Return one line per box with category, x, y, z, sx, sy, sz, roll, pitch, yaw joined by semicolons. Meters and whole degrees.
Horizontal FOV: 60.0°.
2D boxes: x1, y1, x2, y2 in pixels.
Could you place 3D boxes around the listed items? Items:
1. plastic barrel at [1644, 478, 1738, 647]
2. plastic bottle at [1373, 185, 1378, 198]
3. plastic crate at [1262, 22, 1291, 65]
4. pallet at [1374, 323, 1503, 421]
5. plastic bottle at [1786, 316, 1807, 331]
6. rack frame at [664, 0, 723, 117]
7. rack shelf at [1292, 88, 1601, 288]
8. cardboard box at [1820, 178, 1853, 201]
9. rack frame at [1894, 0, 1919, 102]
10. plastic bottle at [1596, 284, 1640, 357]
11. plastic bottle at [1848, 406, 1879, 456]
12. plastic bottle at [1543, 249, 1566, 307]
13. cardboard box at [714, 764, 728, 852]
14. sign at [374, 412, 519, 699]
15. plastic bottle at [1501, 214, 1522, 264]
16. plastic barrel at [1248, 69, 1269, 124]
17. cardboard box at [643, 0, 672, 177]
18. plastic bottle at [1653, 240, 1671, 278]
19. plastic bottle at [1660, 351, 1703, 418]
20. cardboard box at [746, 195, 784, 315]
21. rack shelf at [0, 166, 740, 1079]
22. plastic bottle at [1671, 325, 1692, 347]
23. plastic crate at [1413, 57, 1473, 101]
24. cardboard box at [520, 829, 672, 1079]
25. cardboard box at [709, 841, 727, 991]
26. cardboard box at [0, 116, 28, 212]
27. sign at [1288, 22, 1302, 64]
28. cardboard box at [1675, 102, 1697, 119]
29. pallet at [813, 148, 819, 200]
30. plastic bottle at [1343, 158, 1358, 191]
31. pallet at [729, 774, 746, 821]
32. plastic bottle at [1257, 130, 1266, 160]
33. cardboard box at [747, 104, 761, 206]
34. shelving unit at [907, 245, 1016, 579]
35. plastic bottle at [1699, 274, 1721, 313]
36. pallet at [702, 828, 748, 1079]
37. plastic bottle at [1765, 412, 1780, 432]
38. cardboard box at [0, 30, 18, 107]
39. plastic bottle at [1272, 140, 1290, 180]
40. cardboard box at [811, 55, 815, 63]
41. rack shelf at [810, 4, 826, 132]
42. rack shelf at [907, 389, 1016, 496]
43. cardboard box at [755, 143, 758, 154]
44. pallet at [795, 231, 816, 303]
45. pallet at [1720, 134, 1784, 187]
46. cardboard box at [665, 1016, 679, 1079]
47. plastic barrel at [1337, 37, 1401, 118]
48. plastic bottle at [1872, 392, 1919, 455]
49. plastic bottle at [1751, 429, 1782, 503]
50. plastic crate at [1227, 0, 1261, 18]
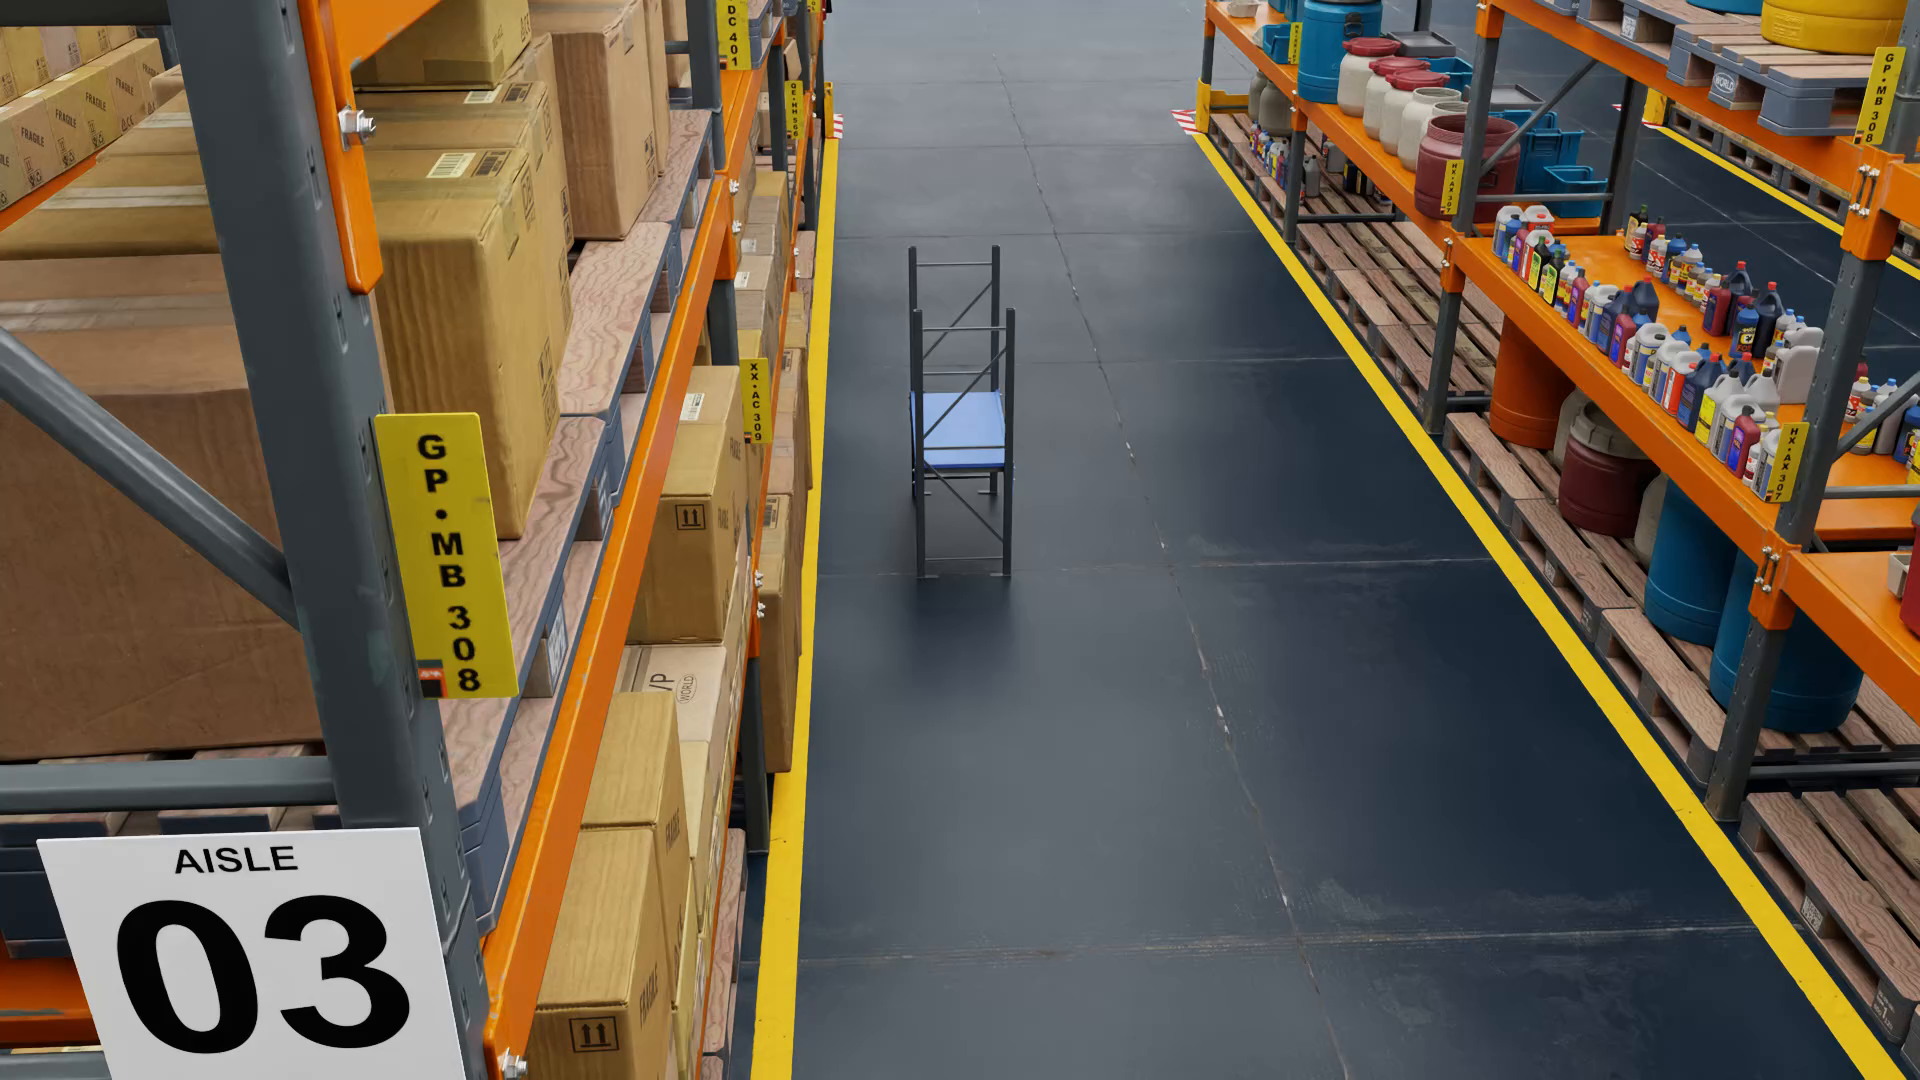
plastic barrel;3.616;-0.016;7.851;0.600;0.901;0.708;-1;28;-3
plastic bottle;3.657;-3.082;14.465;0.097;0.201;0.097;0;28;0
plastic crate;2.918;-4.314;14.439;0.499;0.251;0.616;-1;28;-3
pallet;3.454;-1.151;11.228;1.003;0.211;1.213;-1;28;-3
plastic bottle;3.982;-0.936;7.940;0.097;0.271;0.097;0;28;0
rack frame;-1.282;-2.722;4.737;1.000;3.000;0.127;-1;28;-3
rack shelf;3.351;-2.633;11.833;1.077;0.370;4.000;-1;28;-3
cardboard box;7.951;-3.170;14.603;0.500;0.250;0.500;-1;28;-3
rack frame;3.664;-2.841;4.967;1.000;3.000;0.127;-1;28;-3
plastic bottle;3.232;-1.085;8.139;0.144;0.351;0.185;-1;28;-3
plastic bottle;3.878;-0.473;7.129;0.097;0.201;0.097;0;28;0
plastic bottle;3.153;-1.386;8.790;0.061;0.283;0.133;-1;28;-3
cardboard box;-0.871;0.776;4.790;0.380;0.149;0.250;-2;28;-3
sign;-0.518;0.022;1.689;0.100;0.325;0.005;-1;28;-3
plastic bottle;3.134;-1.710;9.423;0.097;0.271;0.097;0;28;0
plastic barrel;3.149;-4.504;16.878;0.421;0.512;0.421;0;28;0
cardboard box;-1.181;-1.307;4.597;0.700;0.500;0.500;-3;28;-6
plastic bottle;3.908;-1.559;9.210;0.097;0.201;0.097;0;28;0
plastic bottle;3.276;-0.702;7.487;0.152;0.276;0.135;-1;28;-3
cardboard box;-1.197;-1.501;8.776;0.500;0.500;0.500;-2;28;-3
rack shelf;-1.177;-0.149;3.826;1.077;0.370;4.000;-1;28;-3
plastic bottle;3.380;-0.881;7.834;0.097;0.271;0.097;0;28;0
plastic crate;3.615;-3.367;12.479;0.392;0.384;0.575;-1;28;-3
cardboard box;-0.854;0.929;3.255;0.500;0.500;0.500;-2;28;-4
cardboard box;-1.327;1.001;5.931;0.875;0.875;0.875;-1;28;-3
cardboard box;-6.232;-2.329;10.363;0.500;0.500;0.500;-2;28;-3
sign;2.697;-3.990;13.358;0.100;0.325;0.005;-1;28;-3
cardboard box;7.791;-4.555;17.259;0.500;0.250;0.500;-1;28;-3
pallet;-1.837;-3.394;15.529;1.003;0.211;1.213;-1;28;-3
plastic bottle;3.475;-3.276;14.675;0.144;0.351;0.185;-1;28;-3
pallet;-1.397;0.820;7.449;1.003;0.211;1.213;-1;28;-3
plastic bottle;2.839;-3.705;15.585;0.097;0.271;0.097;0;28;0
cardboard box;-1.469;-2.060;8.763;0.797;0.503;0.637;0;28;-1
shelving unit;-0.004;-0.704;8.979;0.538;1.500;1.048;-1;28;-3
plastic bottle;3.938;-1.289;8.692;0.097;0.201;0.097;0;28;0
pallet;-1.320;1.528;6.092;1.003;0.211;1.213;-1;28;-3
plastic bottle;3.426;-0.448;7.080;0.097;0.201;0.097;0;28;0
cardboard box;-6.519;-3.001;10.572;0.700;0.500;0.500;-2;28;-3
plastic bottle;2.898;-3.425;14.961;0.144;0.351;0.185;-2;28;-3
cardboard box;-1.446;-4.214;14.357;0.380;0.149;0.250;-1;28;-3
rack shelf;-1.804;-4.361;15.145;1.077;0.370;4.000;-1;28;-3
rack shelf;-0.004;-0.545;9.062;0.538;0.185;1.000;-1;28;-3
cardboard box;-1.688;-2.643;10.512;0.700;0.500;0.500;3;28;5
pallet;-1.657;-2.160;13.164;1.003;0.211;1.213;-1;28;-3
pallet;8.127;-3.690;16.097;1.003;0.211;1.213;-1;28;-3
cardboard box;-0.862;1.252;3.446;0.500;0.250;0.500;-2;28;-3
plastic barrel;3.078;-3.489;12.549;0.433;0.535;0.433;0;28;0
plastic bottle;4.002;-0.518;7.134;0.152;0.276;0.135;-1;28;-3
plastic bottle;3.321;-0.300;6.717;0.152;0.276;0.135;-1;28;-3
plastic crate;2.763;-5.185;16.233;0.298;0.136;0.250;-1;28;-3
